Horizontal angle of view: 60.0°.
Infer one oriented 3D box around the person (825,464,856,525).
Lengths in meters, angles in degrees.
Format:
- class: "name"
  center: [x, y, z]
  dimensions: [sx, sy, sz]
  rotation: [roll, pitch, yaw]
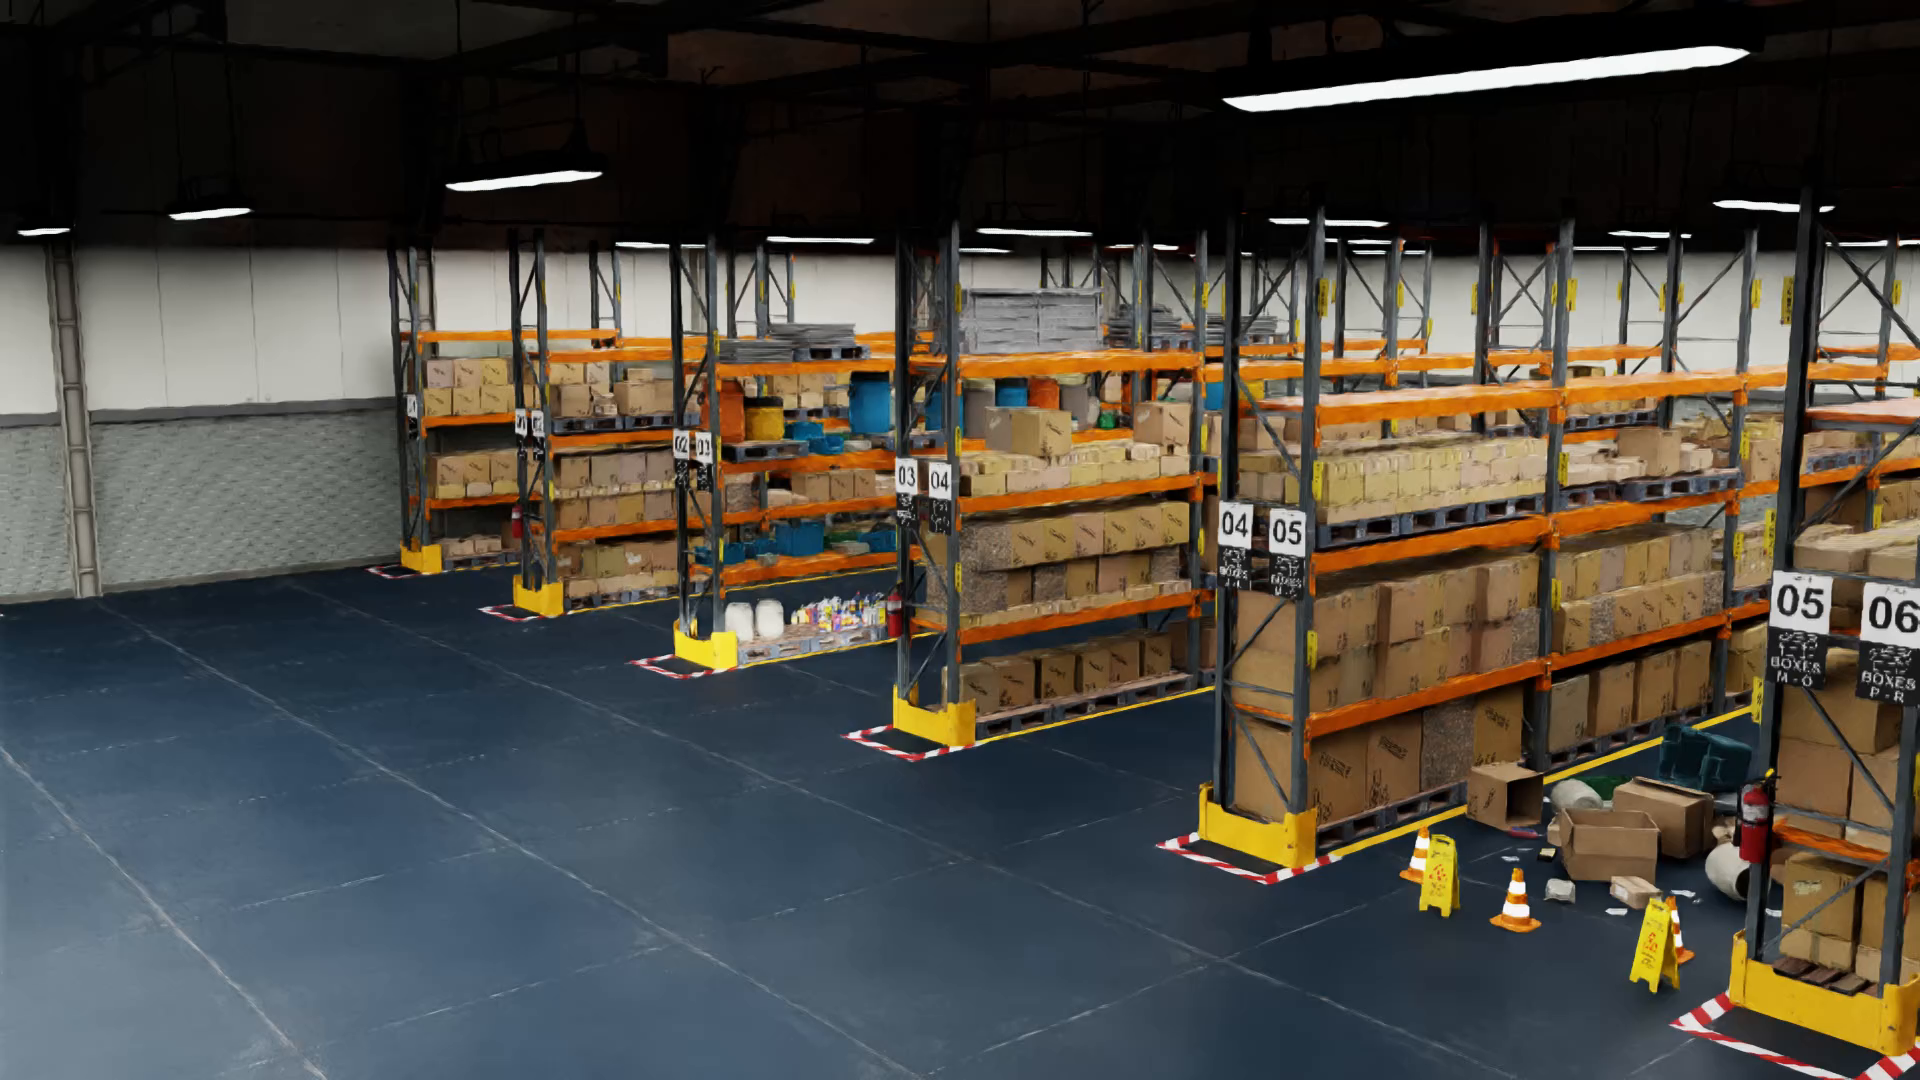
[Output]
- class: "person"
  center: [-2.379, -0.794, 33.175]
  dimensions: [0.899, 1.681, 0.556]
  rotation: [-8, 12, -40]
